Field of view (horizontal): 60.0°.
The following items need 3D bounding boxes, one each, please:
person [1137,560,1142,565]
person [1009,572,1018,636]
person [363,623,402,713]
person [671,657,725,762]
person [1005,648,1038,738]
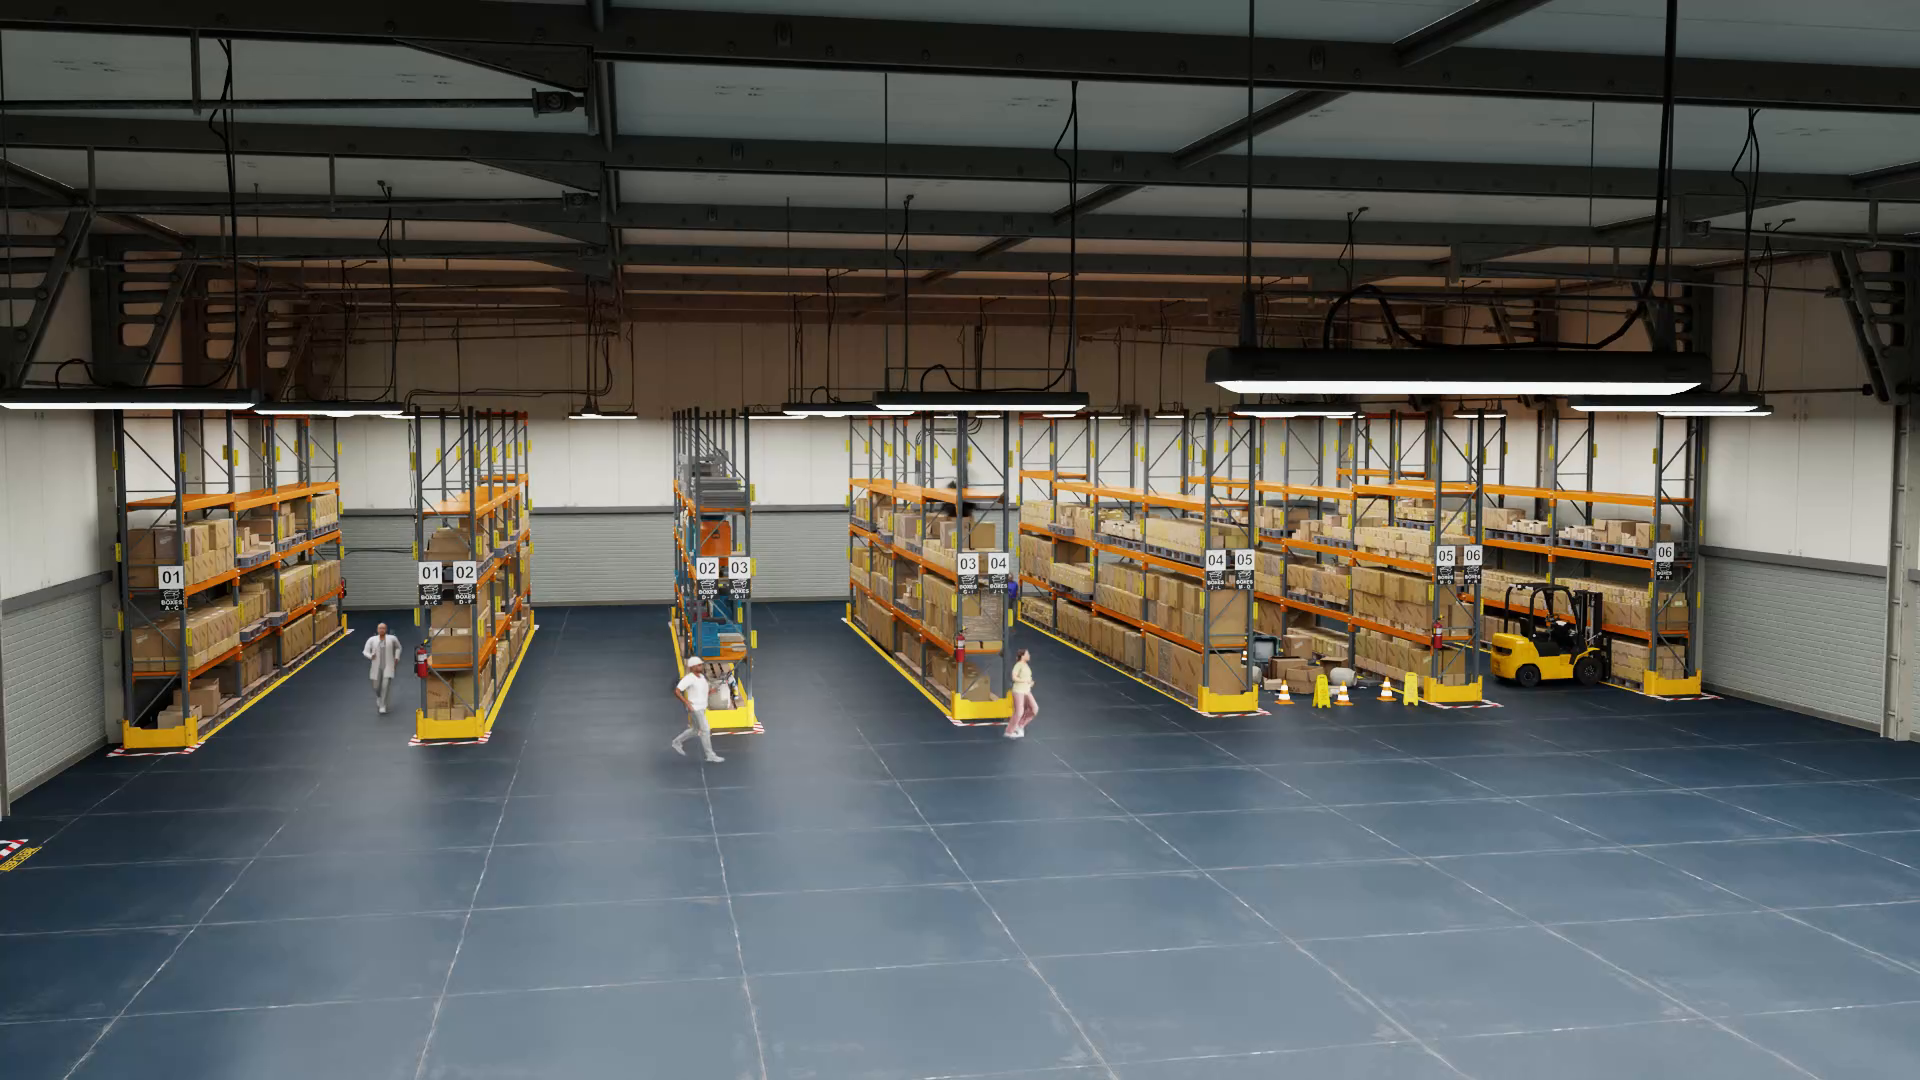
[{"bbox_3d":[5.558,1.253,50.775,0.553,1.728,0.719,0,4,-6],"label":"person"},{"bbox_3d":[1.353,1.695,44.664,0.578,1.660,0.870,-1,4,-16],"label":"person"},{"bbox_3d":[-11.400,2.508,32.841,0.718,1.746,0.834,-1,4,-16],"label":"person"},{"bbox_3d":[-4.415,2.829,27.924,0.992,1.745,0.703,1,4,10],"label":"person"},{"bbox_3d":[1.156,2.765,30.165,0.589,1.617,0.585,3,5,35],"label":"person"}]
